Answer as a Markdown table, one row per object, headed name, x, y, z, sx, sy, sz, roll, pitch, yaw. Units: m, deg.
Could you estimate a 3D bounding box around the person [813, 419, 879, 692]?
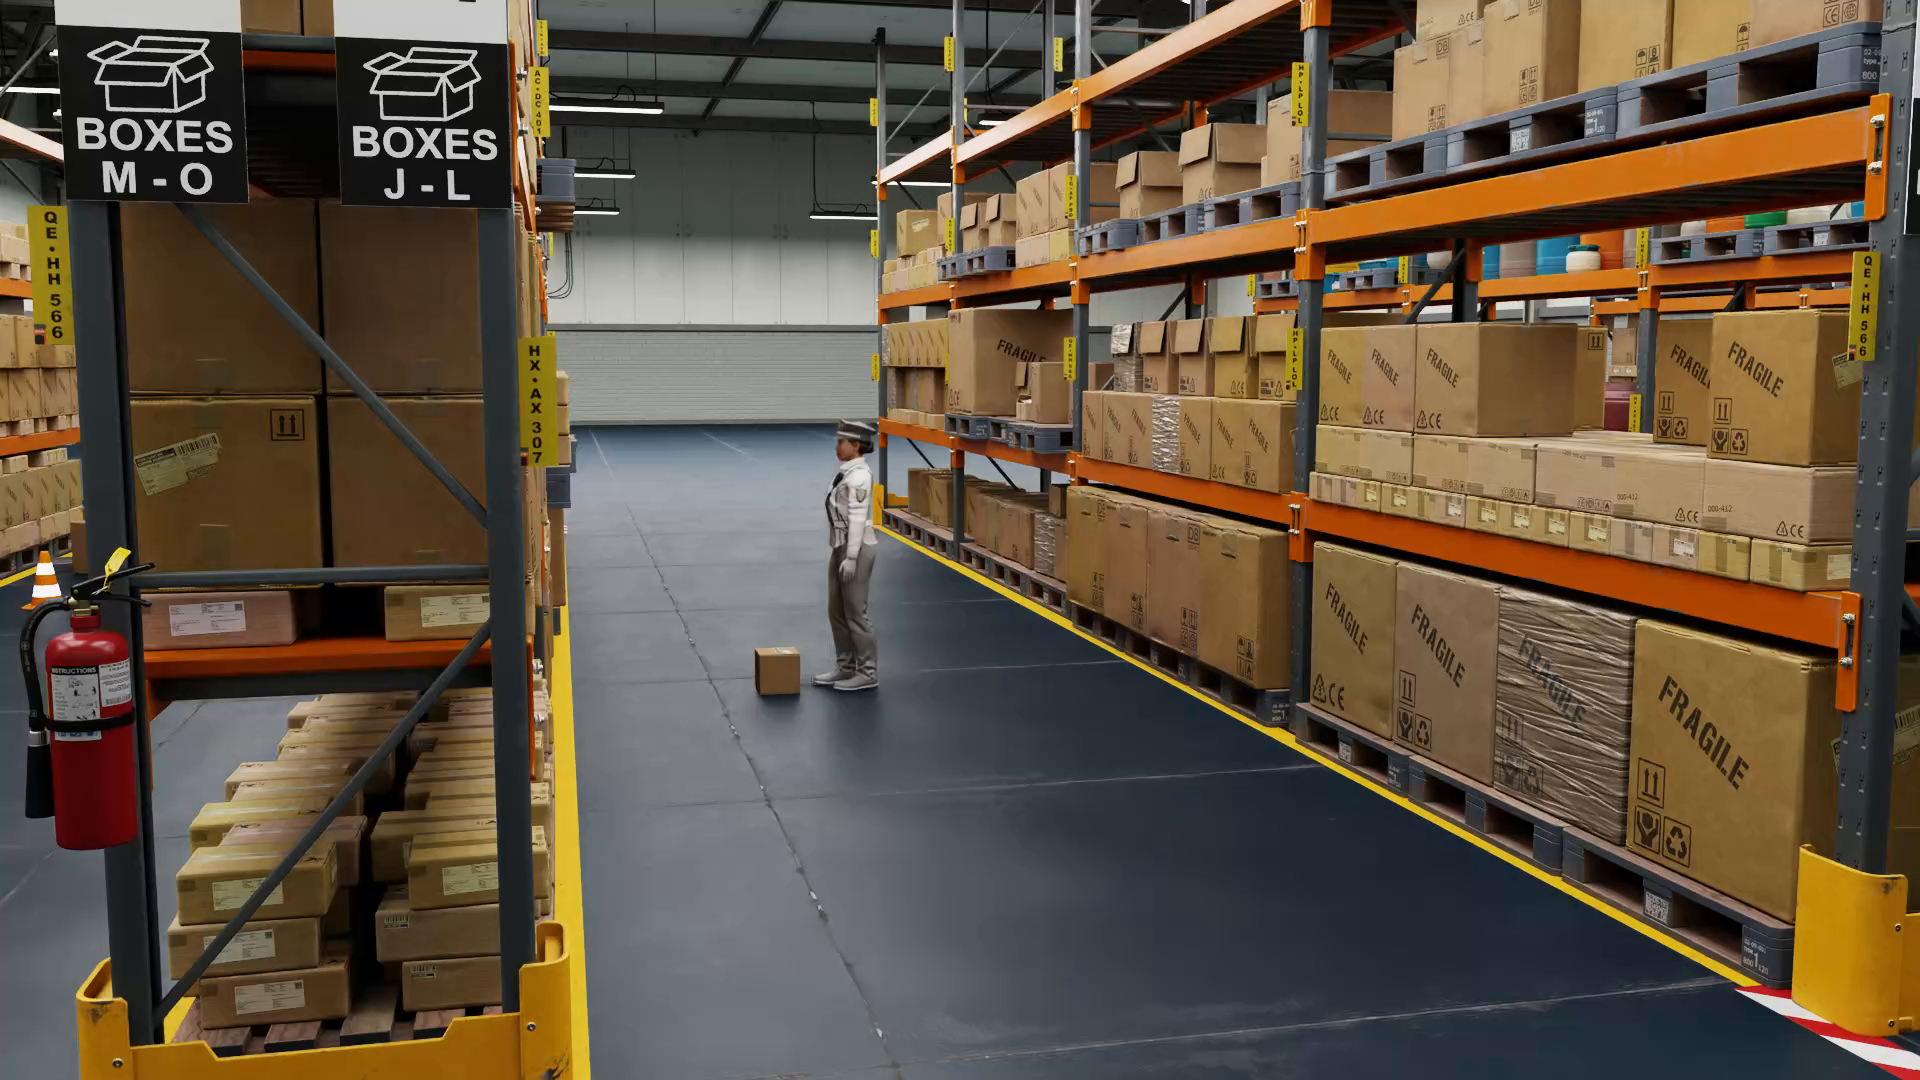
| name | x | y | z | sx | sy | sz | roll | pitch | yaw |
| --- | --- | --- | --- | --- | --- | --- | --- | --- | --- |
| person | -0.705 | 0.089 | 10.283 | 0.393 | 1.679 | 0.475 | -1 | 6 | -12 |
